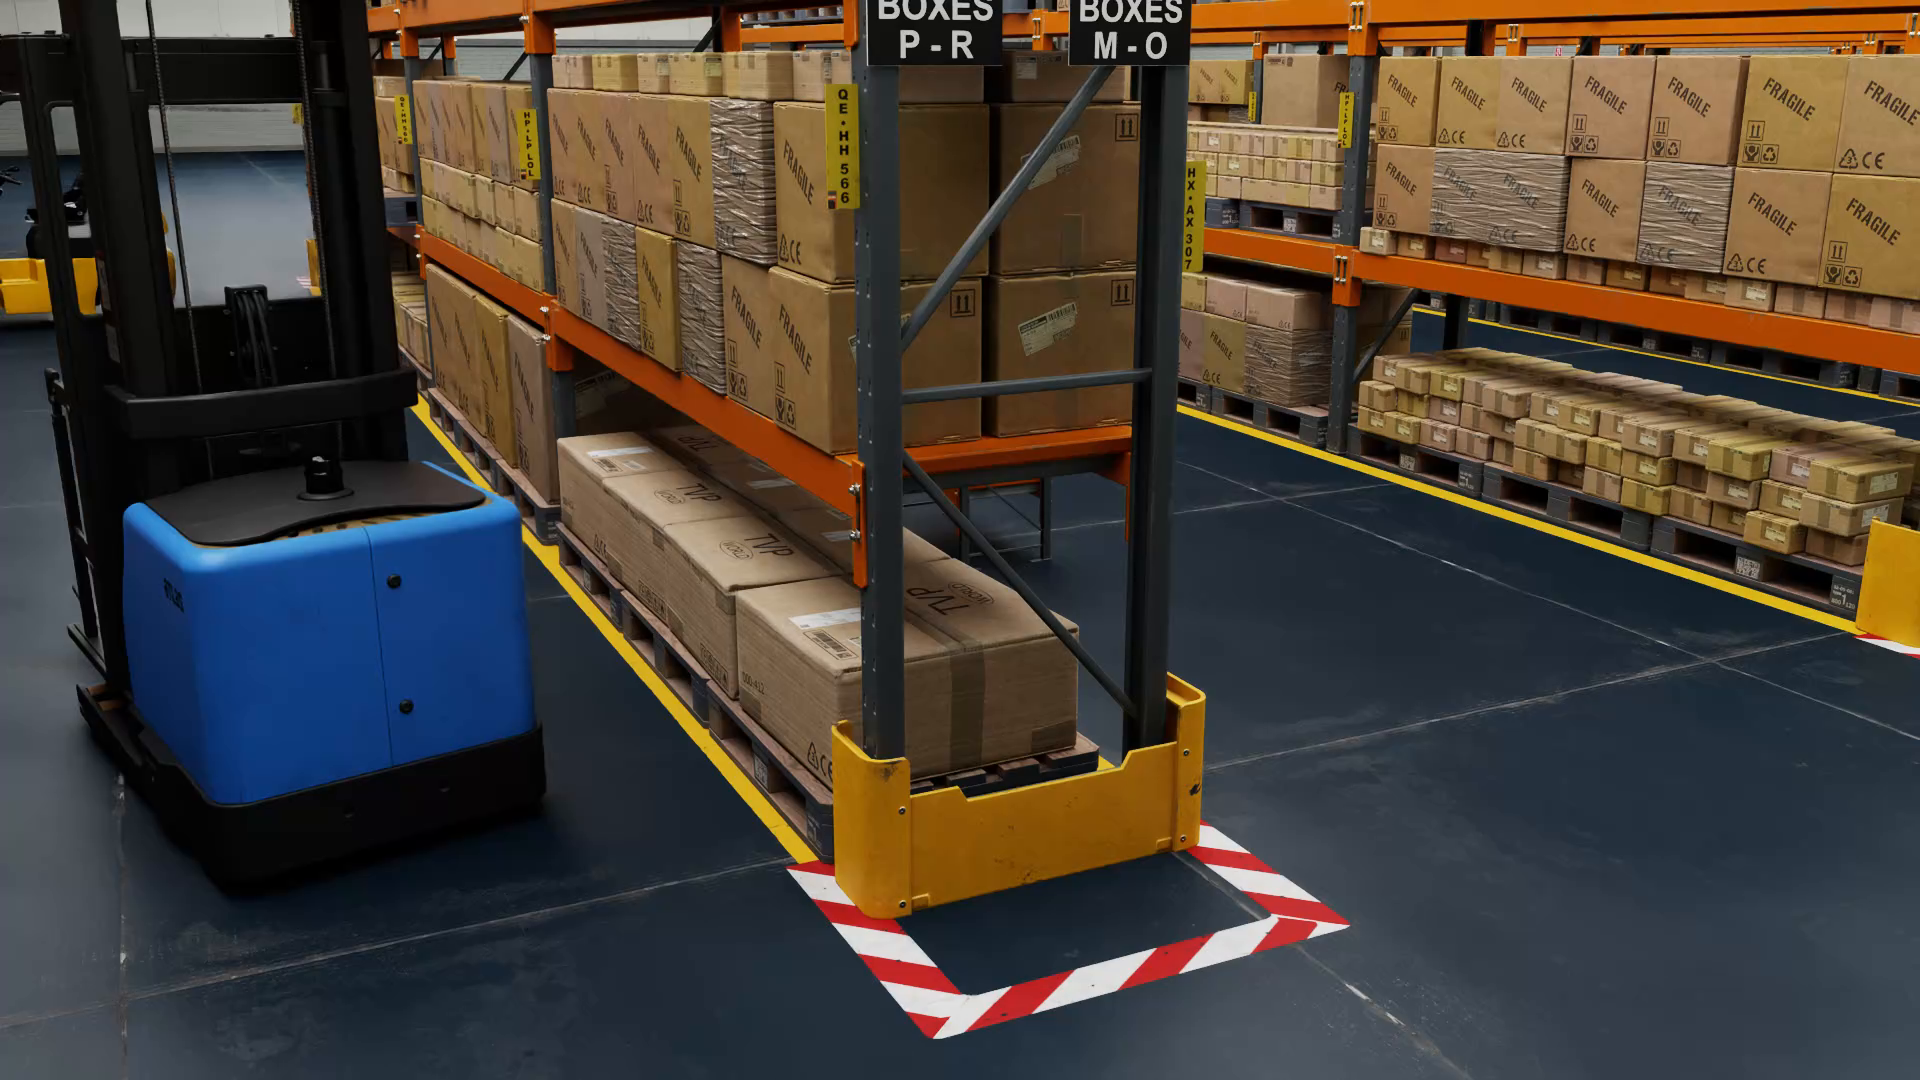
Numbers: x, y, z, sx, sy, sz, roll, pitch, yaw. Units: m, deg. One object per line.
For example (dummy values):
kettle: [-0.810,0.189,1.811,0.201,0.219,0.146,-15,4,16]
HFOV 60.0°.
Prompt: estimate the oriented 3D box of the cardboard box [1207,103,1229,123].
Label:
cardboard box: [3.506,-5.053,20.201,0.875,0.500,0.500,-8,18,-25]

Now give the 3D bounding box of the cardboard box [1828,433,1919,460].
cardboard box: [4.436,-0.407,8.060,0.380,0.149,0.250,-7,18,-24]

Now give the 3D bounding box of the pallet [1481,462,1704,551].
pallet: [3.701,-0.251,9.244,1.003,0.211,1.213,-8,18,-25]

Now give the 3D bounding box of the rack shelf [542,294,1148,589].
rack shelf: [-0.693,-0.592,6.679,1.077,0.370,4.000,-8,18,-25]

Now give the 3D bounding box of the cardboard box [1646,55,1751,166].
cardboard box: [3.707,-2.074,8.005,0.500,0.500,0.500,-7,17,-22]

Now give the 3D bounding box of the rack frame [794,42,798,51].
rack frame: [-2.420,-5.032,20.849,1.000,3.000,0.127,-8,18,-25]

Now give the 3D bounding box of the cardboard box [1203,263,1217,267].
cardboard box: [1.596,-1.959,12.551,0.500,0.250,0.500,-8,18,-24]

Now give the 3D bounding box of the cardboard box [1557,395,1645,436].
cardboard box: [3.463,-0.673,8.987,0.380,0.149,0.250,-8,18,-25]

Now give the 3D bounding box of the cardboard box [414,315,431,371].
cardboard box: [-3.560,-1.506,12.561,0.950,0.372,0.625,-9,18,-29]

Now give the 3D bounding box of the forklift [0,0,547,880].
forklift: [-2.683,-0.731,5.986,1.130,2.935,3.031,-12,20,-36]

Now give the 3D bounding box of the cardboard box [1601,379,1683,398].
cardboard box: [3.864,-0.803,9.439,0.380,0.149,0.250,-8,18,-27]

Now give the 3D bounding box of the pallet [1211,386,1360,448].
pallet: [2.494,-0.909,11.537,1.003,0.211,1.213,-8,18,-25]

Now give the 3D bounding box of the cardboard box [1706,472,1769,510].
cardboard box: [3.872,-0.265,8.102,0.380,0.149,0.250,-8,18,-27]

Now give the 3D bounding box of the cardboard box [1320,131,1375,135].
cardboard box: [2.733,-2.772,11.586,0.380,0.149,0.250,-8,18,-26]

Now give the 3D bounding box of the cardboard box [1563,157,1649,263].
cardboard box: [3.500,-1.714,8.565,0.500,0.500,0.500,-7,17,-22]

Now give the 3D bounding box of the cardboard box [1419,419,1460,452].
cardboard box: [2.980,-0.638,9.943,0.380,0.149,0.250,-8,18,-25]

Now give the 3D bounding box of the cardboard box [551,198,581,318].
cardboard box: [-1.599,-1.334,7.779,0.500,0.500,0.500,-7,17,-23]

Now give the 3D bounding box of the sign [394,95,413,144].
sign: [-3.805,-2.876,11.379,0.100,0.325,0.005,-8,18,-25]

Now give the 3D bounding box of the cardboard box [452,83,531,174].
cardboard box: [-2.668,-2.425,9.768,0.500,0.500,0.500,-7,18,-24]

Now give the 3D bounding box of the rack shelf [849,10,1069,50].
rack shelf: [0.208,-4.641,15.350,1.077,0.370,4.000,-8,18,-25]

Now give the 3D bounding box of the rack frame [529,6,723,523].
rack frame: [-1.569,-1.434,8.308,1.000,3.000,0.127,-8,18,-25]

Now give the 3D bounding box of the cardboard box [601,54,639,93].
cardboard box: [-1.243,-1.906,6.785,0.380,0.149,0.250,-8,18,-26]

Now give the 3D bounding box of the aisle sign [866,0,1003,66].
aisle sign: [-0.063,-1.636,4.301,0.394,0.787,0.004,-8,18,-25]

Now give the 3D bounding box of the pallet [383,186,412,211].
pallet: [-4.225,-2.819,13.484,1.003,0.211,1.213,-8,18,-25]

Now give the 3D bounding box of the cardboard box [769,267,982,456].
cardboard box: [-0.266,-0.577,5.144,0.500,0.500,0.500,-8,18,-25]

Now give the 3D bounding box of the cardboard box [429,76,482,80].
cardboard box: [-4.213,-3.800,13.898,0.380,0.149,0.250,-9,18,-27]

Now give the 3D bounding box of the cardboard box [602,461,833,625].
cardboard box: [-0.997,-0.013,7.243,0.875,0.438,0.875,-8,18,-27]

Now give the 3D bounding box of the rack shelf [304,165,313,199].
rack shelf: [-5.950,-3.567,17.048,1.077,0.370,4.000,-8,18,-25]

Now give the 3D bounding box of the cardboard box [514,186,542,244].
cardboard box: [-1.980,-1.682,8.539,0.500,0.250,0.500,-8,18,-25]

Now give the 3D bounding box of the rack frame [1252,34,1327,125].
rack frame: [3.835,-4.615,19.394,1.000,3.000,0.127,-8,18,-25]

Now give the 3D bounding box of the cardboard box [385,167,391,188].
cardboard box: [-4.112,-2.738,12.546,0.380,0.149,0.250,-9,18,-28]

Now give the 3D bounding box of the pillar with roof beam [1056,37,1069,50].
pillar with roof beam: [-0.488,-17.135,52.148,9.100,9.000,0.400,-8,18,-25]

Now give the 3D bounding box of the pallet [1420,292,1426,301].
pallet: [4.716,-2.779,18.051,1.003,0.211,1.213,-8,18,-25]

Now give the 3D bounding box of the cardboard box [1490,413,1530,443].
cardboard box: [3.254,-0.657,9.468,0.380,0.149,0.250,-7,17,-22]

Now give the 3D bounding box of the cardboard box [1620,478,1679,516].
cardboard box: [3.641,-0.245,8.572,0.380,0.149,0.250,-9,18,-27]

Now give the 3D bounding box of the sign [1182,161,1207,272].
sign: [0.685,-0.962,4.950,0.100,0.325,0.005,-8,18,-25]

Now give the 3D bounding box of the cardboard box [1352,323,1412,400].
cardboard box: [2.751,-1.272,11.517,0.500,0.500,0.500,-7,17,-23]

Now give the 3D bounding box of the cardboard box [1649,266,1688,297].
cardboard box: [3.707,-1.321,8.371,0.380,0.149,0.250,-8,18,-27]

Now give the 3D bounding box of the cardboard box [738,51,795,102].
cardboard box: [-0.475,-1.461,5.233,0.380,0.149,0.250,-8,18,-25]

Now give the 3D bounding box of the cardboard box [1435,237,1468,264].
cardboard box: [3.011,-1.711,9.732,0.380,0.149,0.250,-9,18,-27]

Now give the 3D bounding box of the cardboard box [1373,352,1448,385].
cardboard box: [2.801,-1.064,10.348,0.380,0.149,0.250,-7,17,-23]

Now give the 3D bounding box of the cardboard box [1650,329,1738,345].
cardboard box: [6.649,-2.189,14.033,1.225,0.875,0.875,-8,18,-27]

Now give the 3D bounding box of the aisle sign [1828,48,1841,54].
aisle sign: [15.140,-8.633,28.685,0.394,0.787,0.004,-8,18,-25]

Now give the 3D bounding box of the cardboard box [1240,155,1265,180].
cardboard box: [2.139,-2.550,11.354,0.380,0.149,0.250,-8,18,-27]

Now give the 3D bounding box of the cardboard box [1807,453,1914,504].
cardboard box: [4.129,-0.283,7.628,0.380,0.149,0.250,-7,18,-24]

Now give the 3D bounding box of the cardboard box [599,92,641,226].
cardboard box: [-1.148,-1.561,6.757,0.500,0.500,0.500,-7,18,-24]

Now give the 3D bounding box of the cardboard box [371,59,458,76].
cardboard box: [-5.071,-4.224,15.500,0.700,0.500,0.500,-8,18,-25]

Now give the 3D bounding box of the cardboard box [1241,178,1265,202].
cardboard box: [2.154,-2.401,11.374,0.380,0.149,0.250,-9,18,-28]

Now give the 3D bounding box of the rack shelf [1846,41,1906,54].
rack shelf: [13.618,-6.411,21.519,1.077,0.370,4.000,-8,18,-25]

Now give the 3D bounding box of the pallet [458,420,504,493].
pallet: [-2.513,-0.578,10.384,1.003,0.211,1.213,-8,18,-25]

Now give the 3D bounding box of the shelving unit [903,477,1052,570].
shelving unit: [0.003,-0.539,8.590,0.538,1.125,1.048,-8,18,-25]

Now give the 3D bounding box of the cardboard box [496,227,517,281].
cardboard box: [-2.214,-1.569,9.051,0.500,0.250,0.500,-8,18,-26]

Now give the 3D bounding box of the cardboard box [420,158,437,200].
cardboard box: [-3.321,-2.438,11.174,0.500,0.250,0.500,-8,18,-25]

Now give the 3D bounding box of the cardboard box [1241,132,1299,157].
cardboard box: [2.140,-2.696,11.322,0.380,0.149,0.250,-8,18,-25]

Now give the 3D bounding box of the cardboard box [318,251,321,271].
cardboard box: [-6.721,-3.056,18.185,0.500,0.250,0.500,-8,18,-25]

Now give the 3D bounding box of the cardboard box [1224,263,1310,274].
cardboard box: [2.296,-1.892,12.315,0.500,0.250,0.500,-7,17,-23]

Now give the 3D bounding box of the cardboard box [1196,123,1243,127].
cardboard box: [2.054,-3.156,12.927,0.380,0.149,0.250,-7,17,-23]
